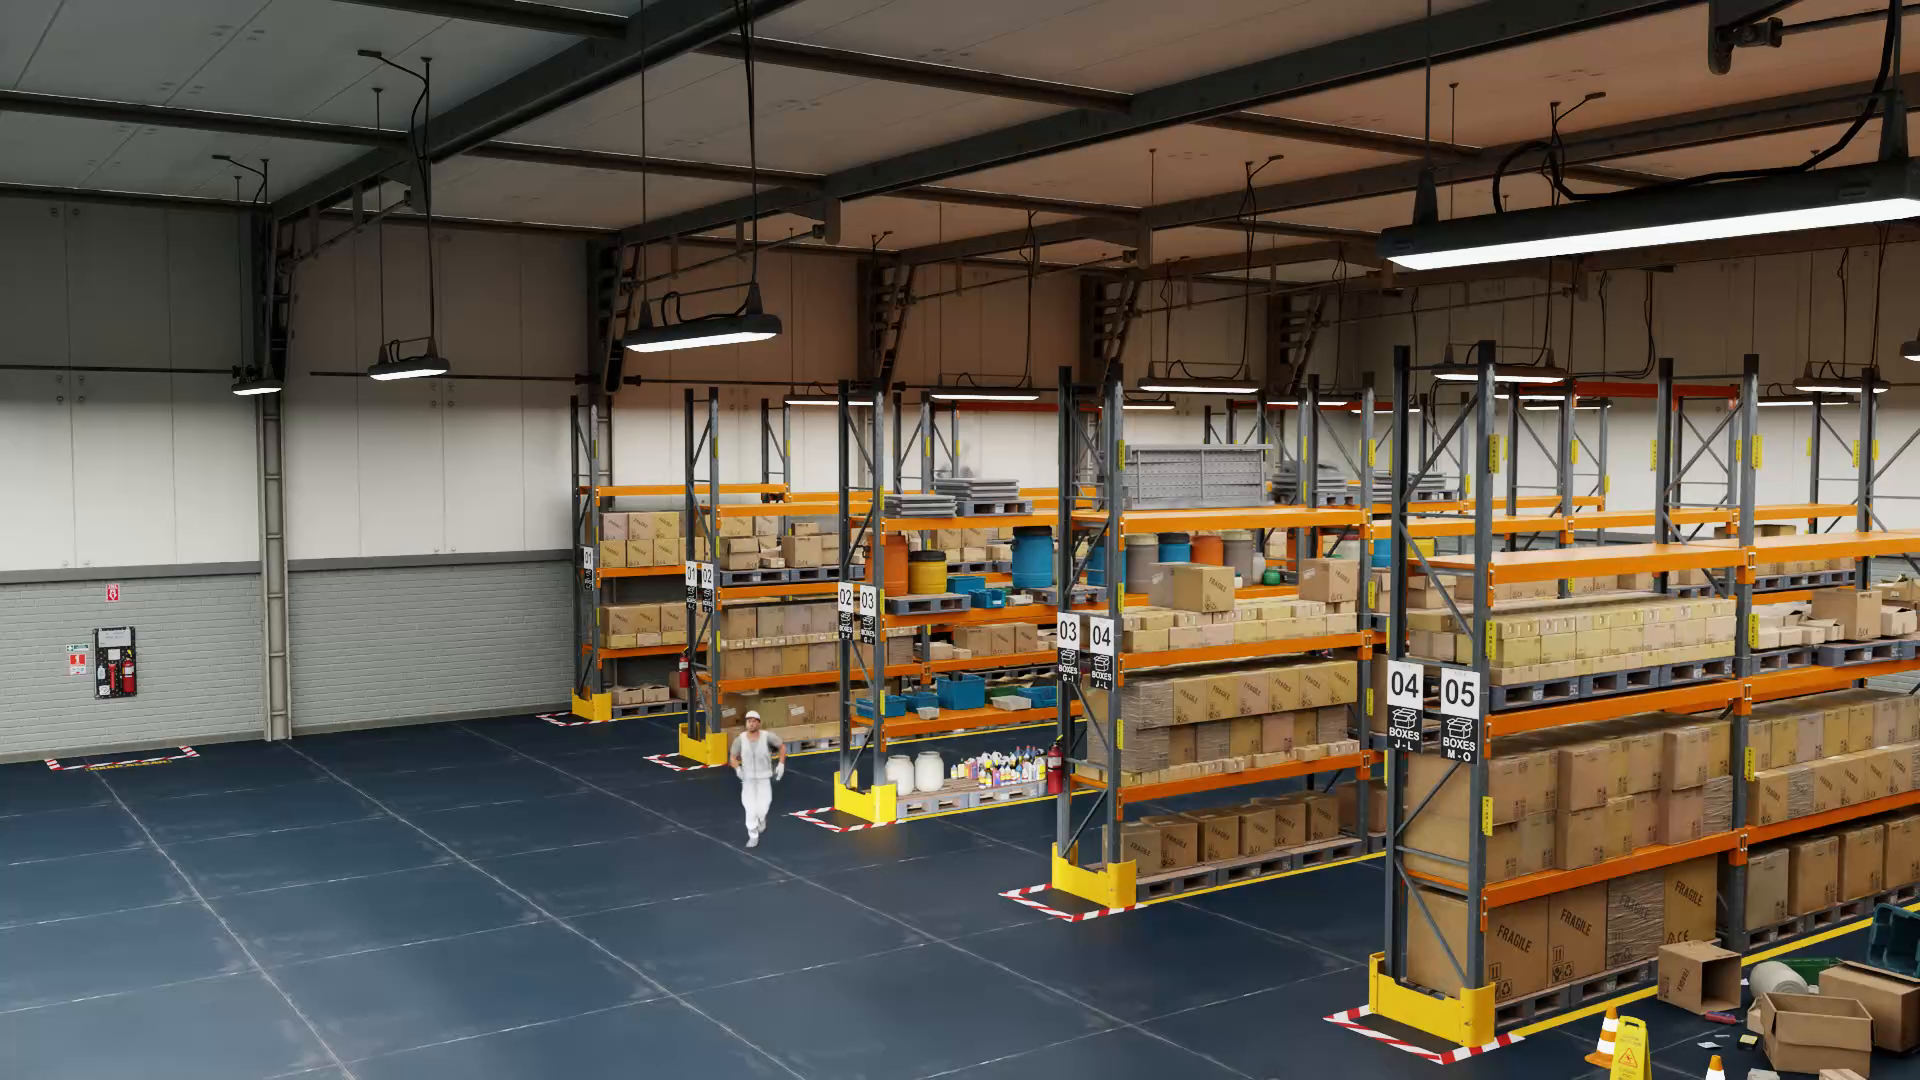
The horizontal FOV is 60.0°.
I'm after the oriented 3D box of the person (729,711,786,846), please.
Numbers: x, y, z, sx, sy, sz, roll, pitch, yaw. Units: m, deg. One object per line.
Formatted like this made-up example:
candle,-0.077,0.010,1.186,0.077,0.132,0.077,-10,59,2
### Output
person,-2.573,3.030,21.073,0.700,1.741,0.654,0,3,-1
